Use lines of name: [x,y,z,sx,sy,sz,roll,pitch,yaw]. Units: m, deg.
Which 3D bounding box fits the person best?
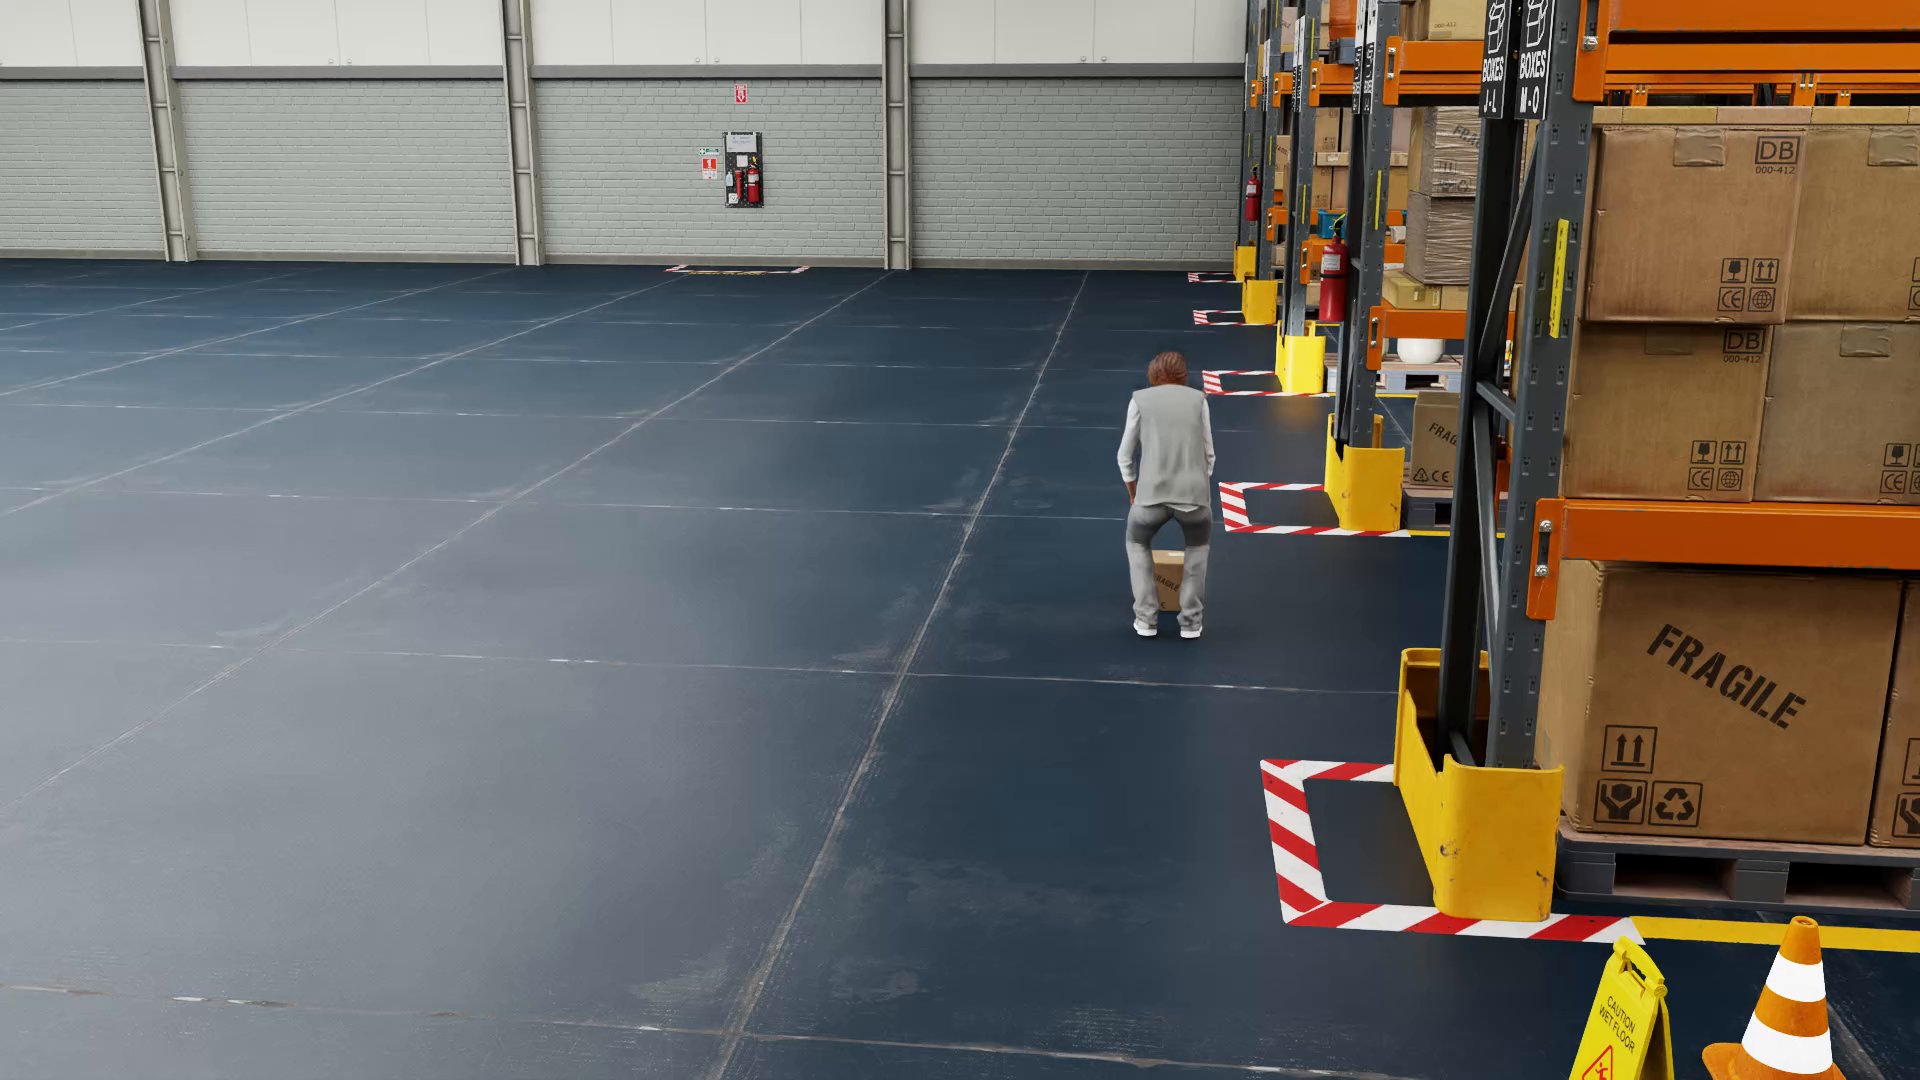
person: [0.971,-0.203,7.870,0.462,1.325,0.640,2,15,7]
